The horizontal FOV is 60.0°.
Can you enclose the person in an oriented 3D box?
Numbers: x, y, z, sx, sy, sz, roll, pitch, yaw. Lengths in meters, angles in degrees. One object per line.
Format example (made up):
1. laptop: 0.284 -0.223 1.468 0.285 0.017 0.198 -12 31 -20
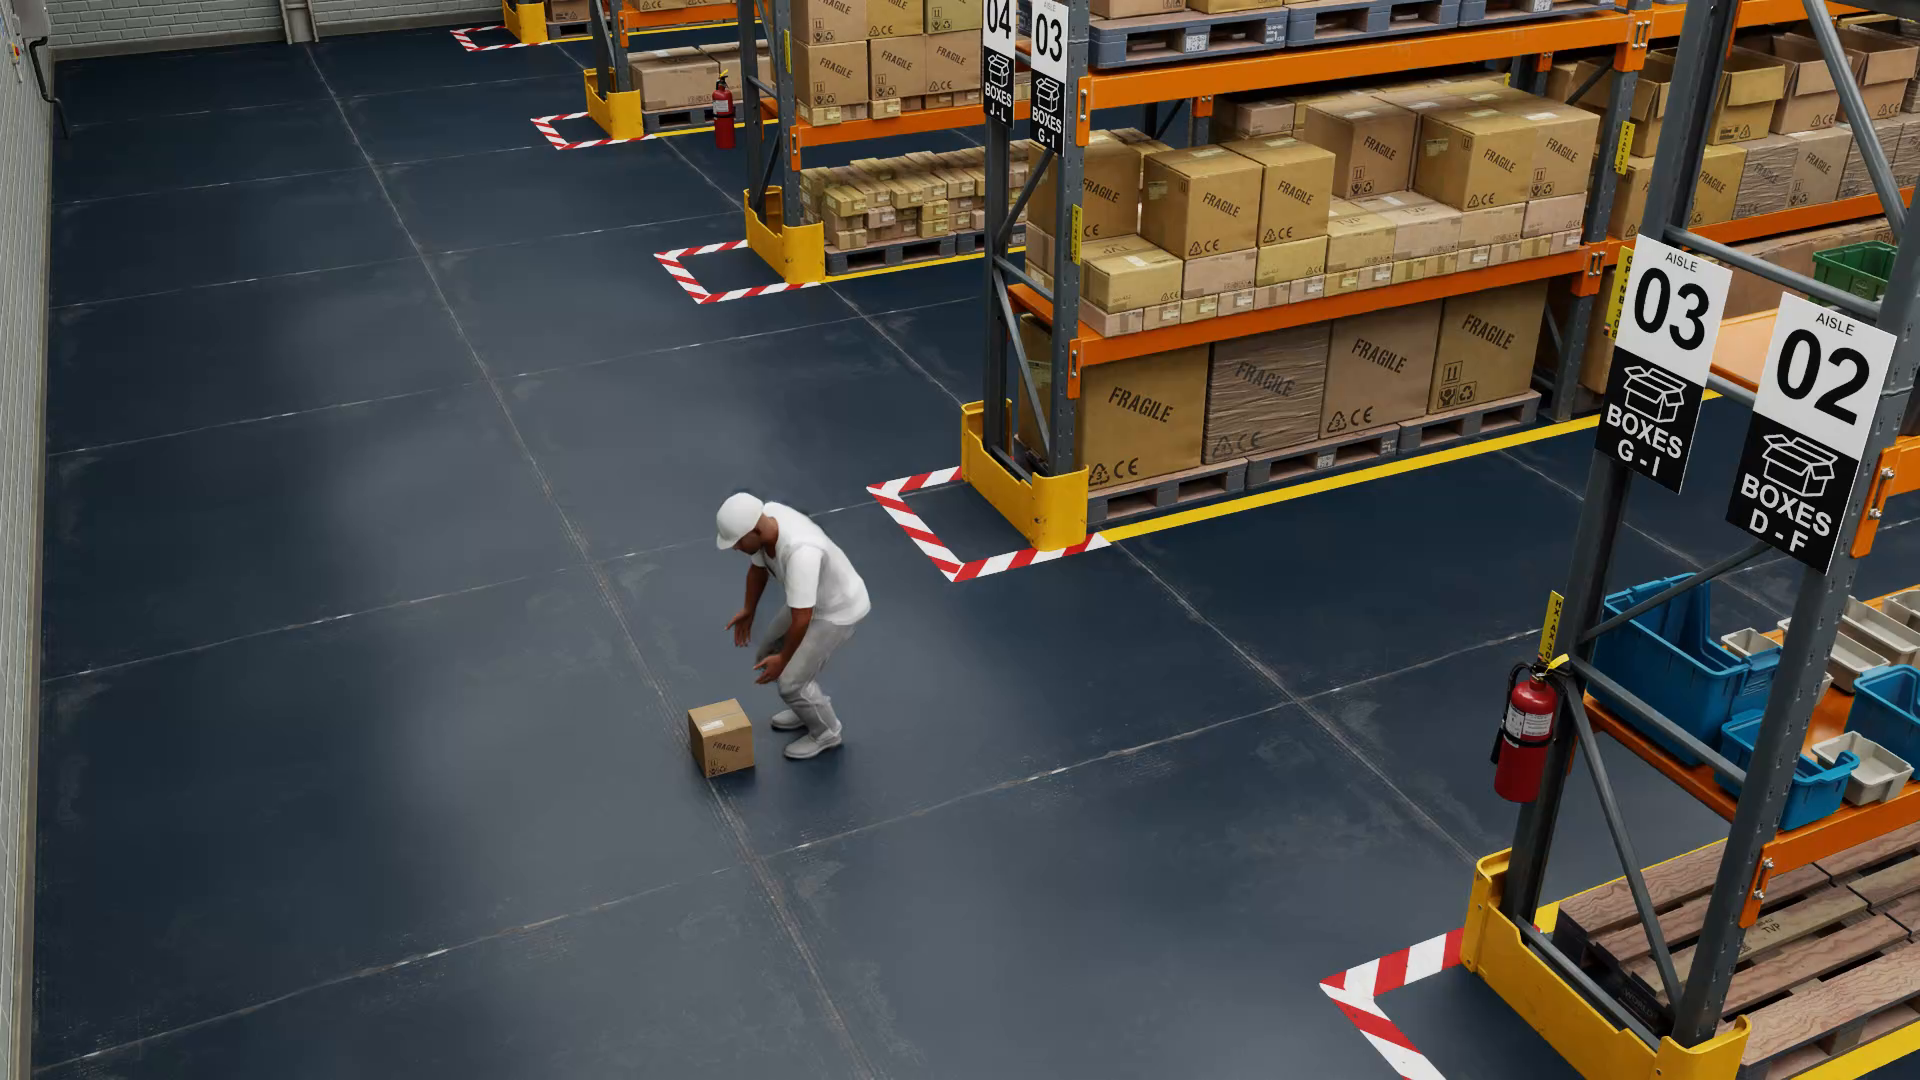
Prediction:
1. person: -0.793 0.380 8.063 0.728 1.461 0.630 -13 32 -22
